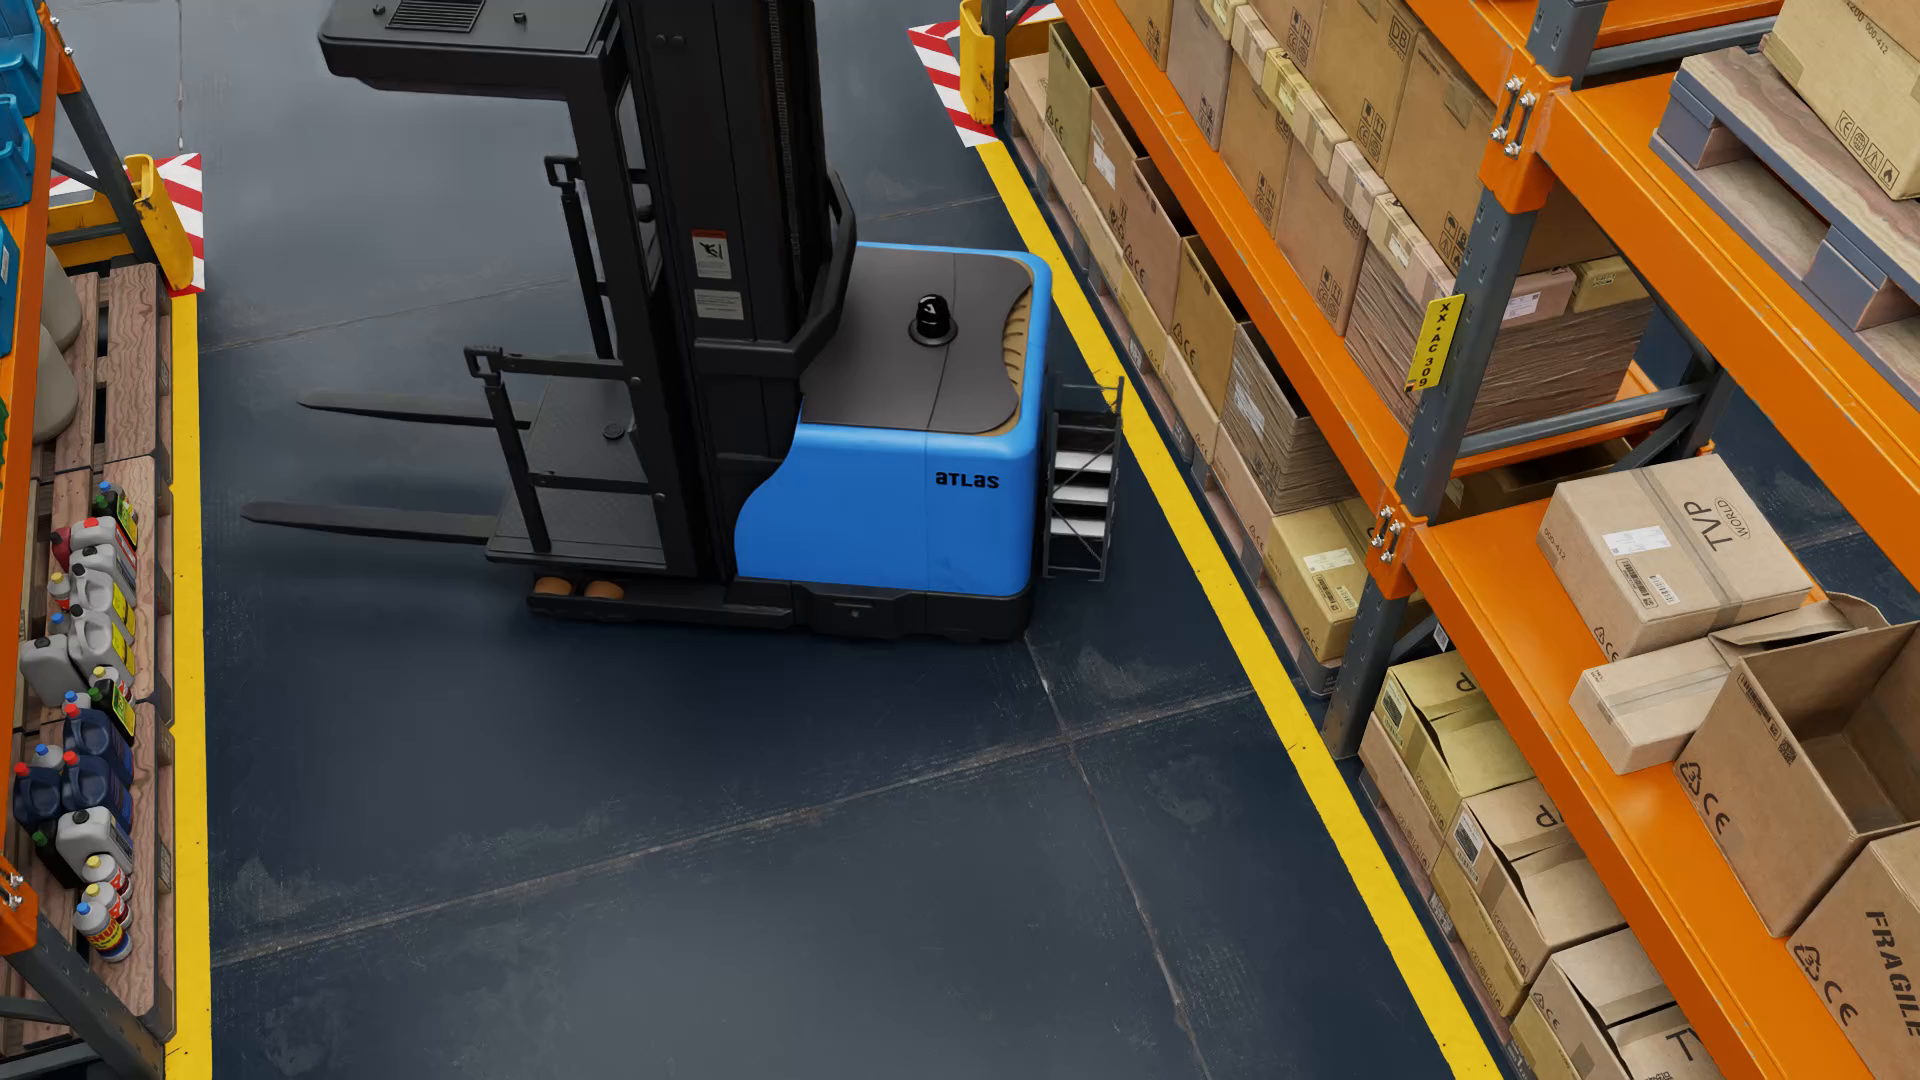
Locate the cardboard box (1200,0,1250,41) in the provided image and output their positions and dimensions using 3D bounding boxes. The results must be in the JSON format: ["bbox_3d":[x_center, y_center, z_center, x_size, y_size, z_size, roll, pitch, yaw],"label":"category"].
[{"bbox_3d":[1.042,-1.851,5.649,0.380,0.149,0.250,-12,51,-10],"label":"cardboard box"}]

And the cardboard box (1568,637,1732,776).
[{"bbox_3d":[1.849,0.435,4.375,0.380,0.149,0.250,-13,51,-11],"label":"cardboard box"}]

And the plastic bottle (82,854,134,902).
[{"bbox_3d":[-2.686,1.058,5.228,0.097,0.201,0.097,0,50,0],"label":"plastic bottle"}]

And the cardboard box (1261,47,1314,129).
[{"bbox_3d":[1.198,-1.474,5.331,0.380,0.149,0.250,-14,51,-11],"label":"cardboard box"}]

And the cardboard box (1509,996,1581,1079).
[{"bbox_3d":[1.970,1.514,4.825,0.500,0.250,0.500,-15,51,-12],"label":"cardboard box"}]

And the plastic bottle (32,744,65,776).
[{"bbox_3d":[-2.951,0.754,5.439,0.097,0.271,0.097,0,50,0],"label":"plastic bottle"}]

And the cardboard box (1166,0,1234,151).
[{"bbox_3d":[1.185,-1.819,6.046,0.700,0.500,0.500,-12,51,-10],"label":"cardboard box"}]

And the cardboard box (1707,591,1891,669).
[{"bbox_3d":[2.218,0.305,4.409,0.396,0.266,0.258,-14,51,-12],"label":"cardboard box"}]

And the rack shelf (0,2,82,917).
[{"bbox_3d":[-3.542,-0.451,5.428,1.077,0.370,4.000,-13,51,-11],"label":"rack shelf"}]

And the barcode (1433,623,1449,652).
[{"bbox_3d":[1.460,0.296,5.047,0.001,0.075,0.075,-13,51,-11],"label":"barcode"}]

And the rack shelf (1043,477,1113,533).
[{"bbox_3d":[0.448,-0.137,6.227,0.258,0.077,0.200,4,50,3],"label":"rack shelf"}]

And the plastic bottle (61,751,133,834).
[{"bbox_3d":[-2.793,0.807,5.342,0.144,0.351,0.185,-12,51,-10],"label":"plastic bottle"}]

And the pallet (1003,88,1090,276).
[{"bbox_3d":[0.865,-1.813,7.930,1.003,0.211,1.213,-13,51,-11],"label":"pallet"}]

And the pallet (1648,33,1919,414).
[{"bbox_3d":[2.055,-0.603,3.249,0.805,0.209,1.217,-15,52,-12],"label":"pallet"}]

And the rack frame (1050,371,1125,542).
[{"bbox_3d":[0.458,-0.294,6.198,0.240,0.900,0.006,4,50,3],"label":"rack frame"}]

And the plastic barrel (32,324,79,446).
[{"bbox_3d":[-3.718,-0.647,6.476,0.421,0.512,0.421,0,50,0],"label":"plastic barrel"}]

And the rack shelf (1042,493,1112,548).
[{"bbox_3d":[0.447,-0.079,6.296,0.258,0.077,0.200,4,50,3],"label":"rack shelf"}]

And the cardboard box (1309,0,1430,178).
[{"bbox_3d":[1.494,-1.481,4.912,0.700,0.500,0.500,-13,51,-11],"label":"cardboard box"}]

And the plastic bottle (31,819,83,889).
[{"bbox_3d":[-2.850,0.975,5.245,0.061,0.283,0.133,-13,51,-11],"label":"plastic bottle"}]

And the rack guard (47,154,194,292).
[{"bbox_3d":[-4.066,-1.293,7.302,1.175,0.500,0.348,-13,51,-11],"label":"rack guard"}]

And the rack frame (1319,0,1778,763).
[{"bbox_3d":[1.782,-0.339,4.863,1.000,3.000,0.127,-13,51,-11],"label":"rack frame"}]

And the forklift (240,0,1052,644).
[{"bbox_3d":[-1.202,-1.035,5.495,3.031,2.935,1.130,4,50,4],"label":"forklift"}]

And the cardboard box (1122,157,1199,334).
[{"bbox_3d":[0.986,-1.213,6.634,0.500,0.500,0.500,-13,51,-11],"label":"cardboard box"}]

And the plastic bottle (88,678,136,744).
[{"bbox_3d":[-2.858,0.561,5.594,0.061,0.283,0.133,-11,51,-9],"label":"plastic bottle"}]

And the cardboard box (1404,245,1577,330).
[{"bbox_3d":[1.497,-0.730,4.704,0.380,0.149,0.250,-13,51,-11],"label":"cardboard box"}]

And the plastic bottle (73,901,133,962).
[{"bbox_3d":[-2.626,1.184,5.076,0.097,0.271,0.097,0,50,0],"label":"plastic bottle"}]

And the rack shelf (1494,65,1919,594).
[{"bbox_3d":[2.374,0.387,2.760,1.077,0.370,4.000,-13,51,-11],"label":"rack shelf"}]

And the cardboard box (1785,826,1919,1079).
[{"bbox_3d":[2.298,0.944,3.717,0.500,0.500,0.500,-13,51,-11],"label":"cardboard box"}]

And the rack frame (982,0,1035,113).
[{"bbox_3d":[0.599,-3.260,7.326,1.000,3.000,0.127,-13,51,-11],"label":"rack frame"}]

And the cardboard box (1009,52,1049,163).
[{"bbox_3d":[0.545,-2.067,7.844,0.500,0.250,0.500,-13,51,-11],"label":"cardboard box"}]

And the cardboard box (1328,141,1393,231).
[{"bbox_3d":[1.346,-1.102,5.017,0.380,0.149,0.250,-15,51,-12],"label":"cardboard box"}]

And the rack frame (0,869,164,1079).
[{"bbox_3d":[-2.951,0.778,3.922,1.000,3.000,0.127,-13,51,-11],"label":"rack frame"}]

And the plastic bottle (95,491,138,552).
[{"bbox_3d":[-3.120,-0.086,6.139,0.061,0.283,0.133,-12,51,-10],"label":"plastic bottle"}]

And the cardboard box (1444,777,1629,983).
[{"bbox_3d":[1.809,0.956,4.929,0.500,0.311,0.500,-14,51,-11],"label":"cardboard box"}]

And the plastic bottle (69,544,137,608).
[{"bbox_3d":[-3.082,0.127,5.965,0.152,0.276,0.135,-15,51,-12],"label":"plastic bottle"}]

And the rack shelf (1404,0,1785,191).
[{"bbox_3d":[1.191,-2.535,5.223,1.077,0.370,4.000,-13,51,-11],"label":"rack shelf"}]

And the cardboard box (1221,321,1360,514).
[{"bbox_3d":[1.299,-0.487,6.021,0.500,0.500,0.500,-13,51,-11],"label":"cardboard box"}]

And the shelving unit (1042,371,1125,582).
[{"bbox_3d":[0.448,-0.216,6.133,0.258,0.900,0.210,4,50,3],"label":"shelving unit"}]

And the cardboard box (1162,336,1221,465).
[{"bbox_3d":[1.136,-0.607,6.613,0.500,0.250,0.500,-13,51,-11],"label":"cardboard box"}]

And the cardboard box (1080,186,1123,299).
[{"bbox_3d":[0.844,-1.338,7.229,0.500,0.250,0.500,-13,51,-11],"label":"cardboard box"}]

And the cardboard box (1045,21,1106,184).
[{"bbox_3d":[0.695,-1.944,7.250,0.500,0.500,0.500,-13,51,-11],"label":"cardboard box"}]

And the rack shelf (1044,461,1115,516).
[{"bbox_3d":[0.448,-0.195,6.158,0.258,0.077,0.200,4,50,3],"label":"rack shelf"}]

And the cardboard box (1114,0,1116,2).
[{"bbox_3d":[0.885,-2.566,6.676,0.700,0.500,0.500,-12,51,-10],"label":"cardboard box"}]

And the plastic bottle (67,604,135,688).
[{"bbox_3d":[-2.975,0.359,5.720,0.144,0.351,0.185,-14,51,-11],"label":"plastic bottle"}]

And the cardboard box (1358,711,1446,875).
[{"bbox_3d":[1.665,0.763,5.459,0.500,0.250,0.500,-14,51,-12],"label":"cardboard box"}]

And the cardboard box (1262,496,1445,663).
[{"bbox_3d":[1.436,0.123,5.998,0.500,0.250,0.500,-13,51,-11],"label":"cardboard box"}]

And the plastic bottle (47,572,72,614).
[{"bbox_3d":[-3.196,0.193,5.958,0.097,0.201,0.097,0,50,0],"label":"plastic bottle"}]

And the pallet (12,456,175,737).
[{"bbox_3d":[-3.474,0.285,6.162,1.003,0.211,1.213,-13,51,-11],"label":"pallet"}]

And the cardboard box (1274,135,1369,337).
[{"bbox_3d":[1.483,-1.078,5.421,0.700,0.500,0.500,-14,51,-11],"label":"cardboard box"}]

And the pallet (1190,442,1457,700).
[{"bbox_3d":[1.587,-0.030,6.427,1.003,0.211,1.213,-13,51,-11],"label":"pallet"}]

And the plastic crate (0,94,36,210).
[{"bbox_3d":[-3.513,-1.322,5.789,0.499,0.251,0.408,-13,51,-11],"label":"plastic crate"}]

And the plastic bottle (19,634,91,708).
[{"bbox_3d":[-3.109,0.435,5.705,0.152,0.276,0.135,-13,51,-11],"label":"plastic bottle"}]

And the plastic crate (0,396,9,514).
[{"bbox_3d":[-3.083,-0.209,4.892,0.450,0.188,0.662,-13,51,-11],"label":"plastic crate"}]
